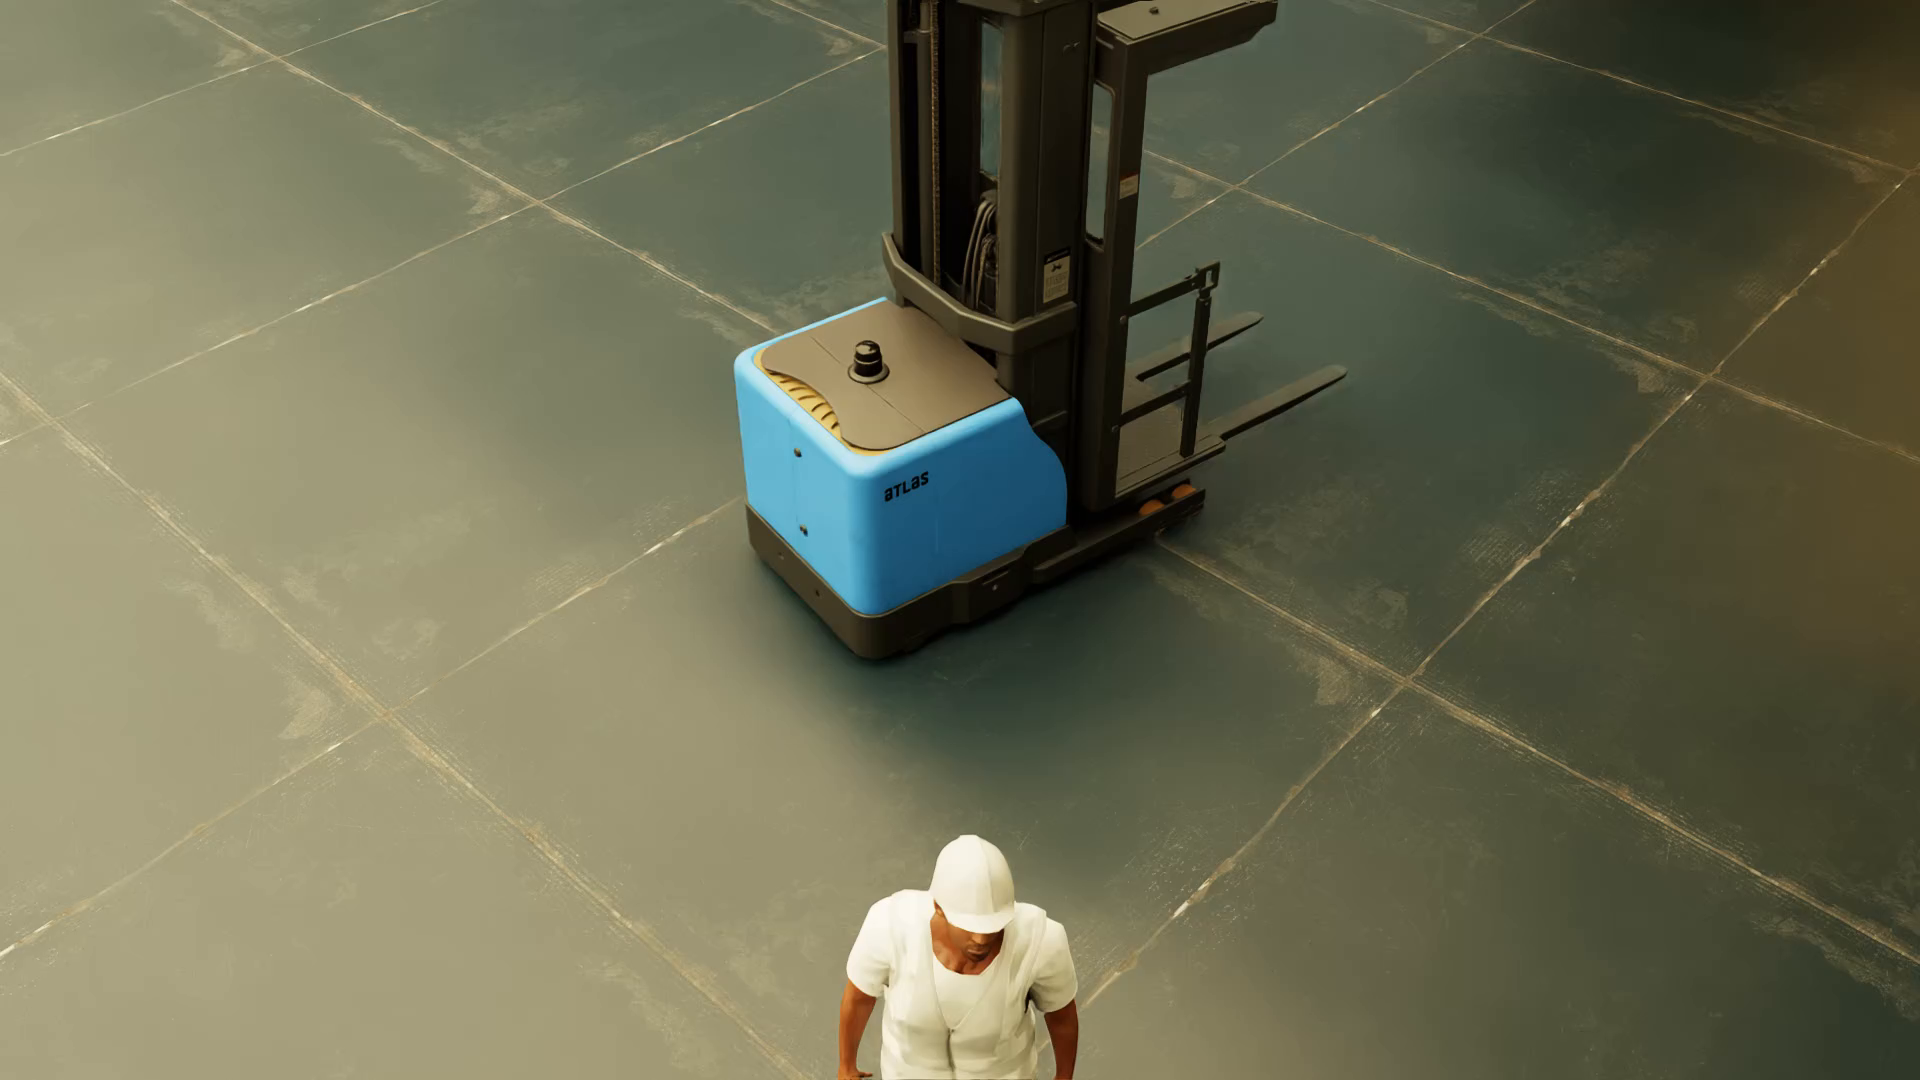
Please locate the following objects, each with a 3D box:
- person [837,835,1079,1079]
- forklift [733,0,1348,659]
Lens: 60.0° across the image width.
[{"bbox_3d":[-0.012,1.512,4.556,0.664,1.770,0.549,1,41,2],"label":"person"},{"bbox_3d":[0.528,-1.387,7.045,3.031,2.935,1.130,-25,47,-27],"label":"forklift"}]
